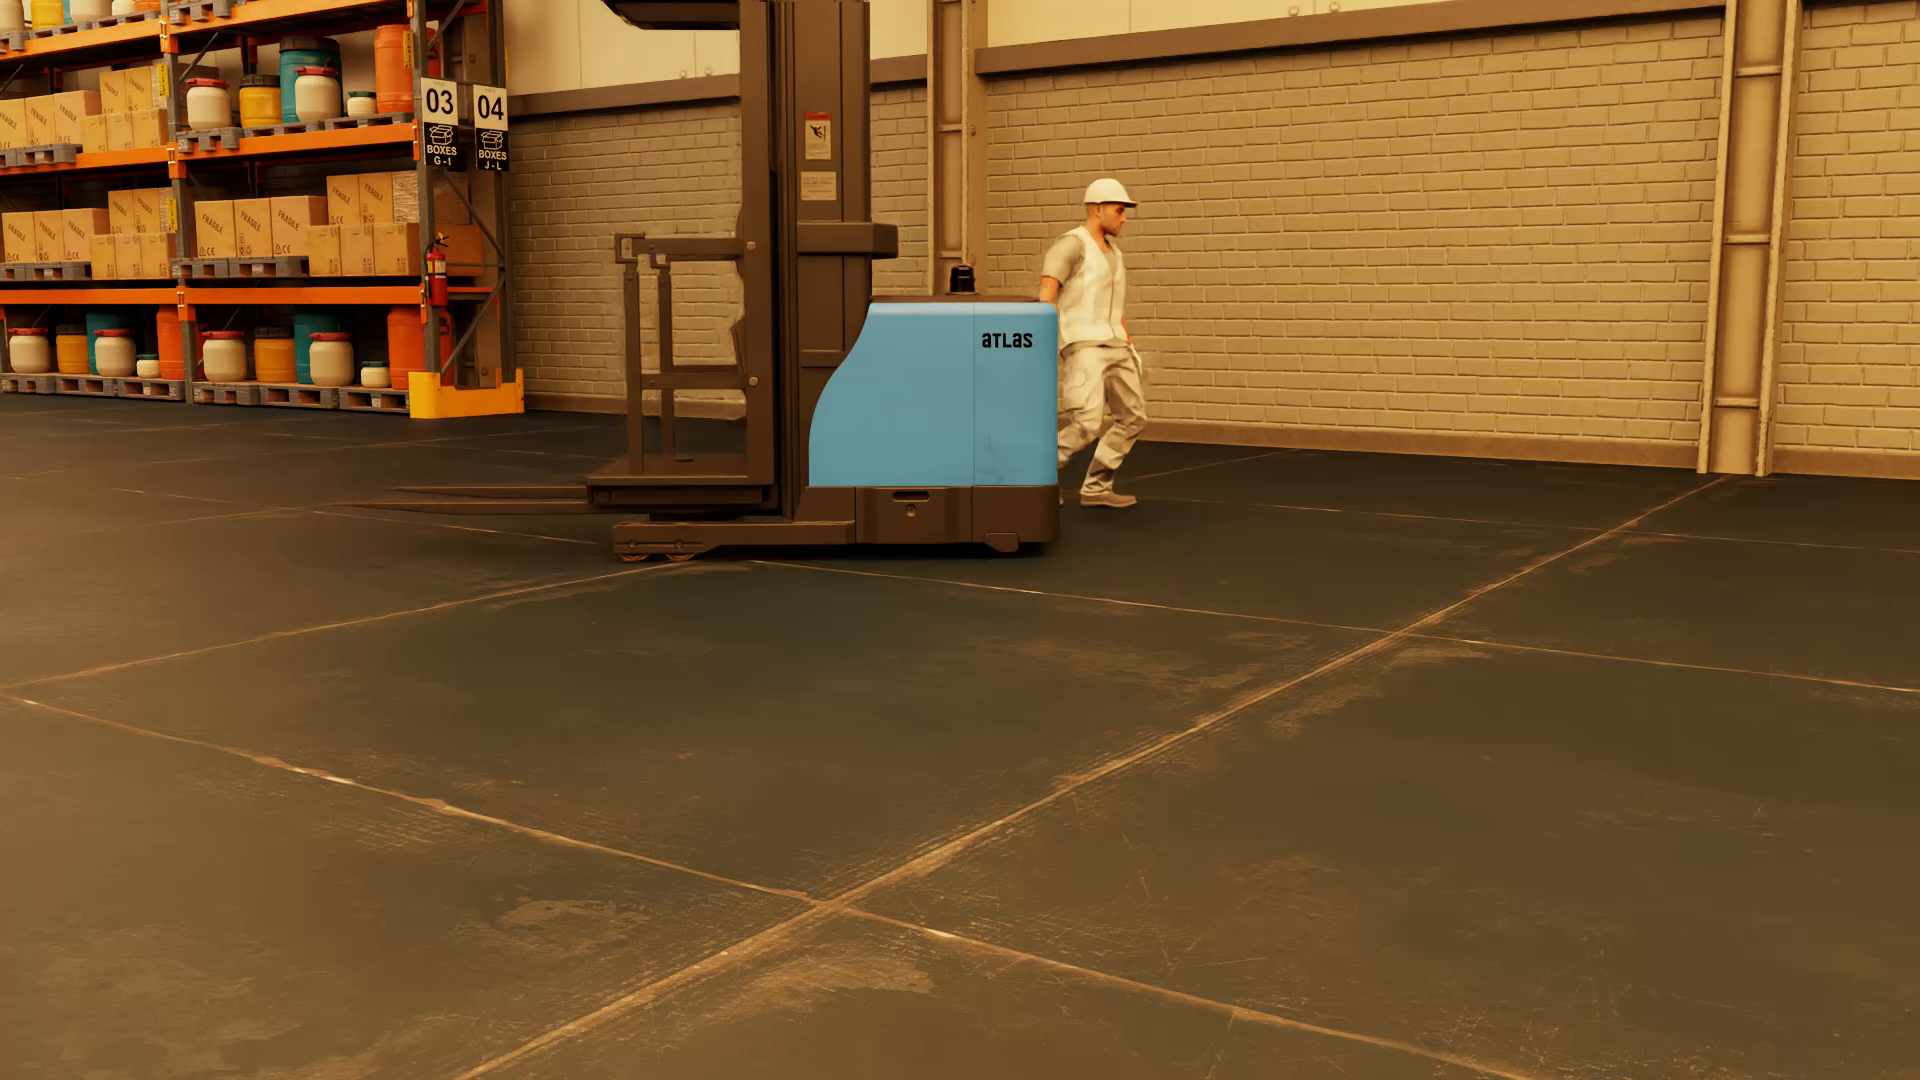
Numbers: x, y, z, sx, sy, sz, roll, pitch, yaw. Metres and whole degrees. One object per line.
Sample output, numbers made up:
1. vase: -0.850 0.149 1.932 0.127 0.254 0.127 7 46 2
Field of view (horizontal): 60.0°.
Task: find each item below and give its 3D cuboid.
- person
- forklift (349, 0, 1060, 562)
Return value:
1. person: 0.610 -0.982 8.495 0.483 1.696 0.912 7 11 41
2. forklift: -1.104 -1.436 7.289 3.031 2.935 1.130 0 8 -2
